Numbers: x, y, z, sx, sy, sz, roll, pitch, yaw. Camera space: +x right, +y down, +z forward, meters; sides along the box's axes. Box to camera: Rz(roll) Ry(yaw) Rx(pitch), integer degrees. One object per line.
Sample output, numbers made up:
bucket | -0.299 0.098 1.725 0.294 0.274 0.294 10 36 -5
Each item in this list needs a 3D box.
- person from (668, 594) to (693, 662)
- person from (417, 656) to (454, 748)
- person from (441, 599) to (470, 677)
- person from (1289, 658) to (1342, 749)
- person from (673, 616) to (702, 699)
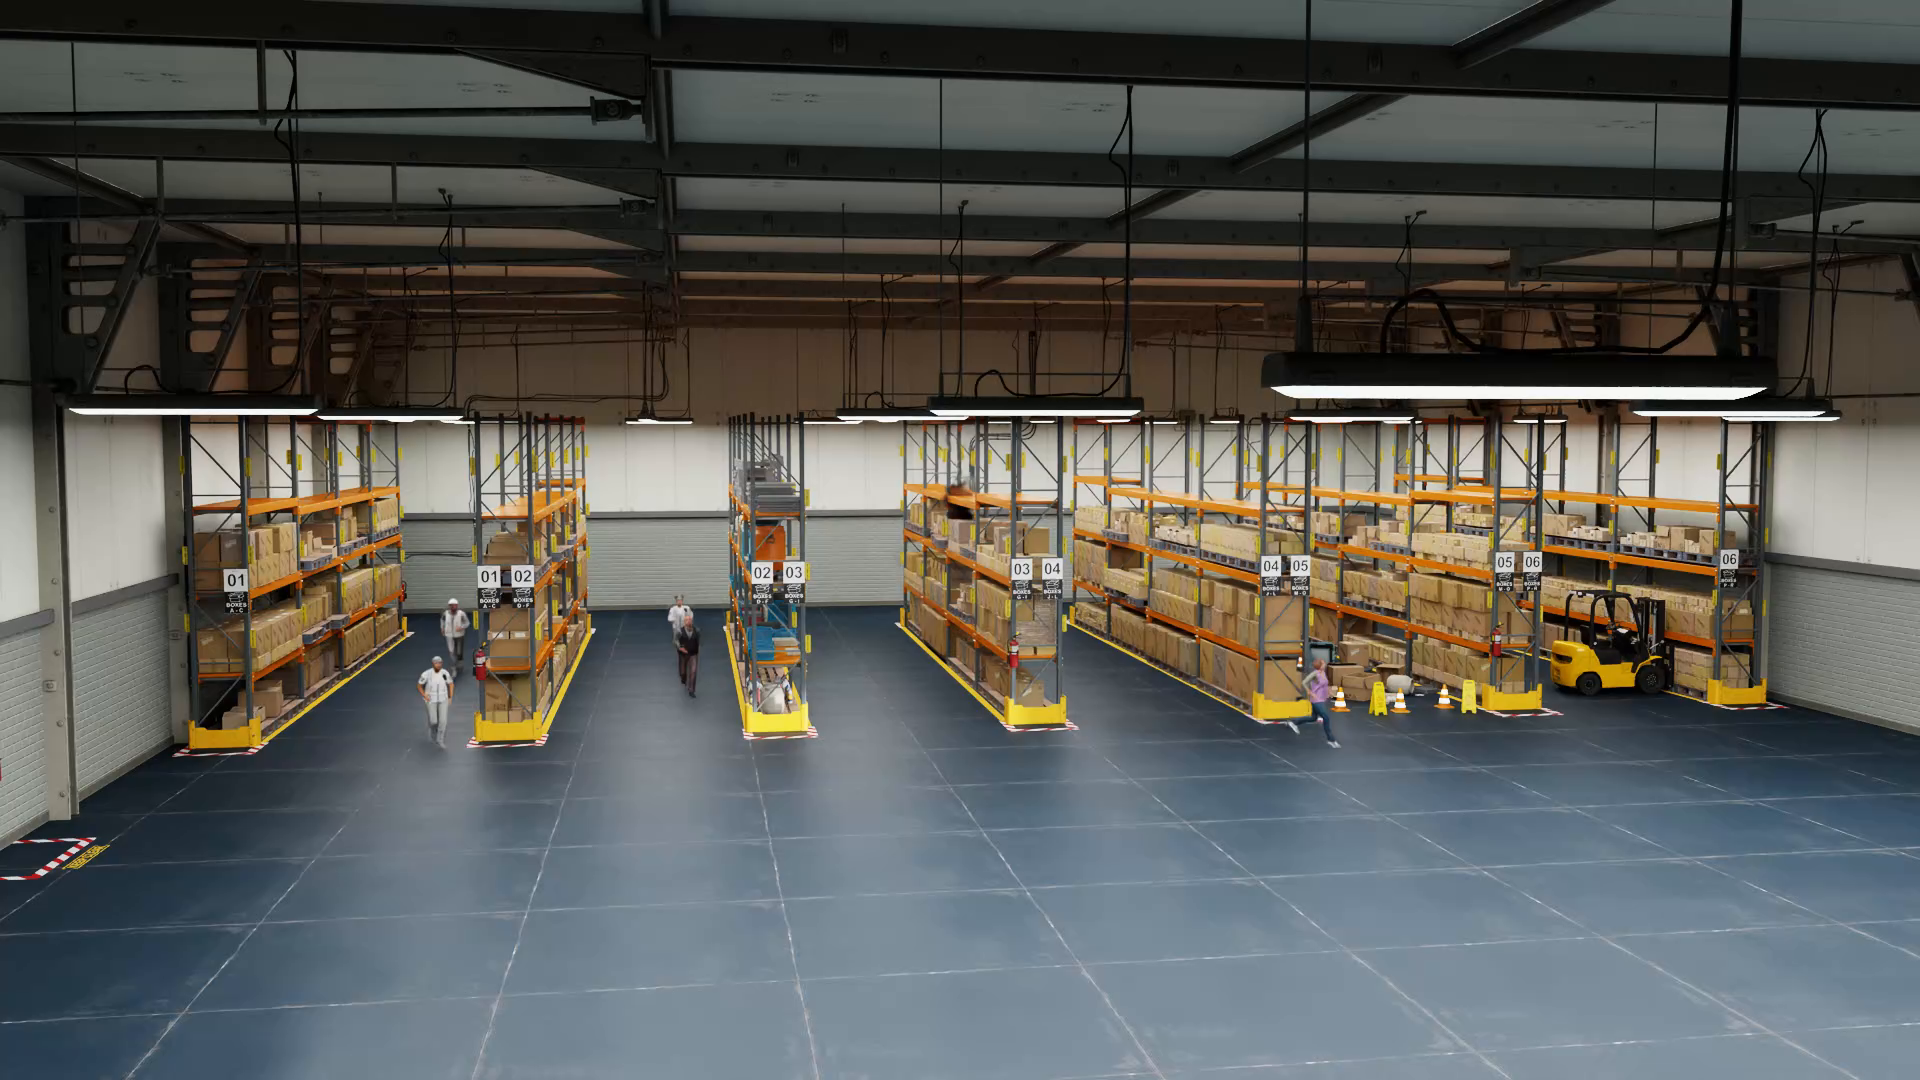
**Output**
person | -6.713 2.171 39.938 0.594 1.753 0.753 0 4 -7
person | -9.398 2.897 29.807 0.606 1.638 0.531 -2 4 -26
person | -11.675 2.226 38.449 0.678 1.774 1.010 -1 4 -8
person | 6.391 2.913 29.887 1.019 1.601 0.508 2 5 30
person | -5.818 2.476 35.525 0.632 1.716 1.095 -1 4 -11
